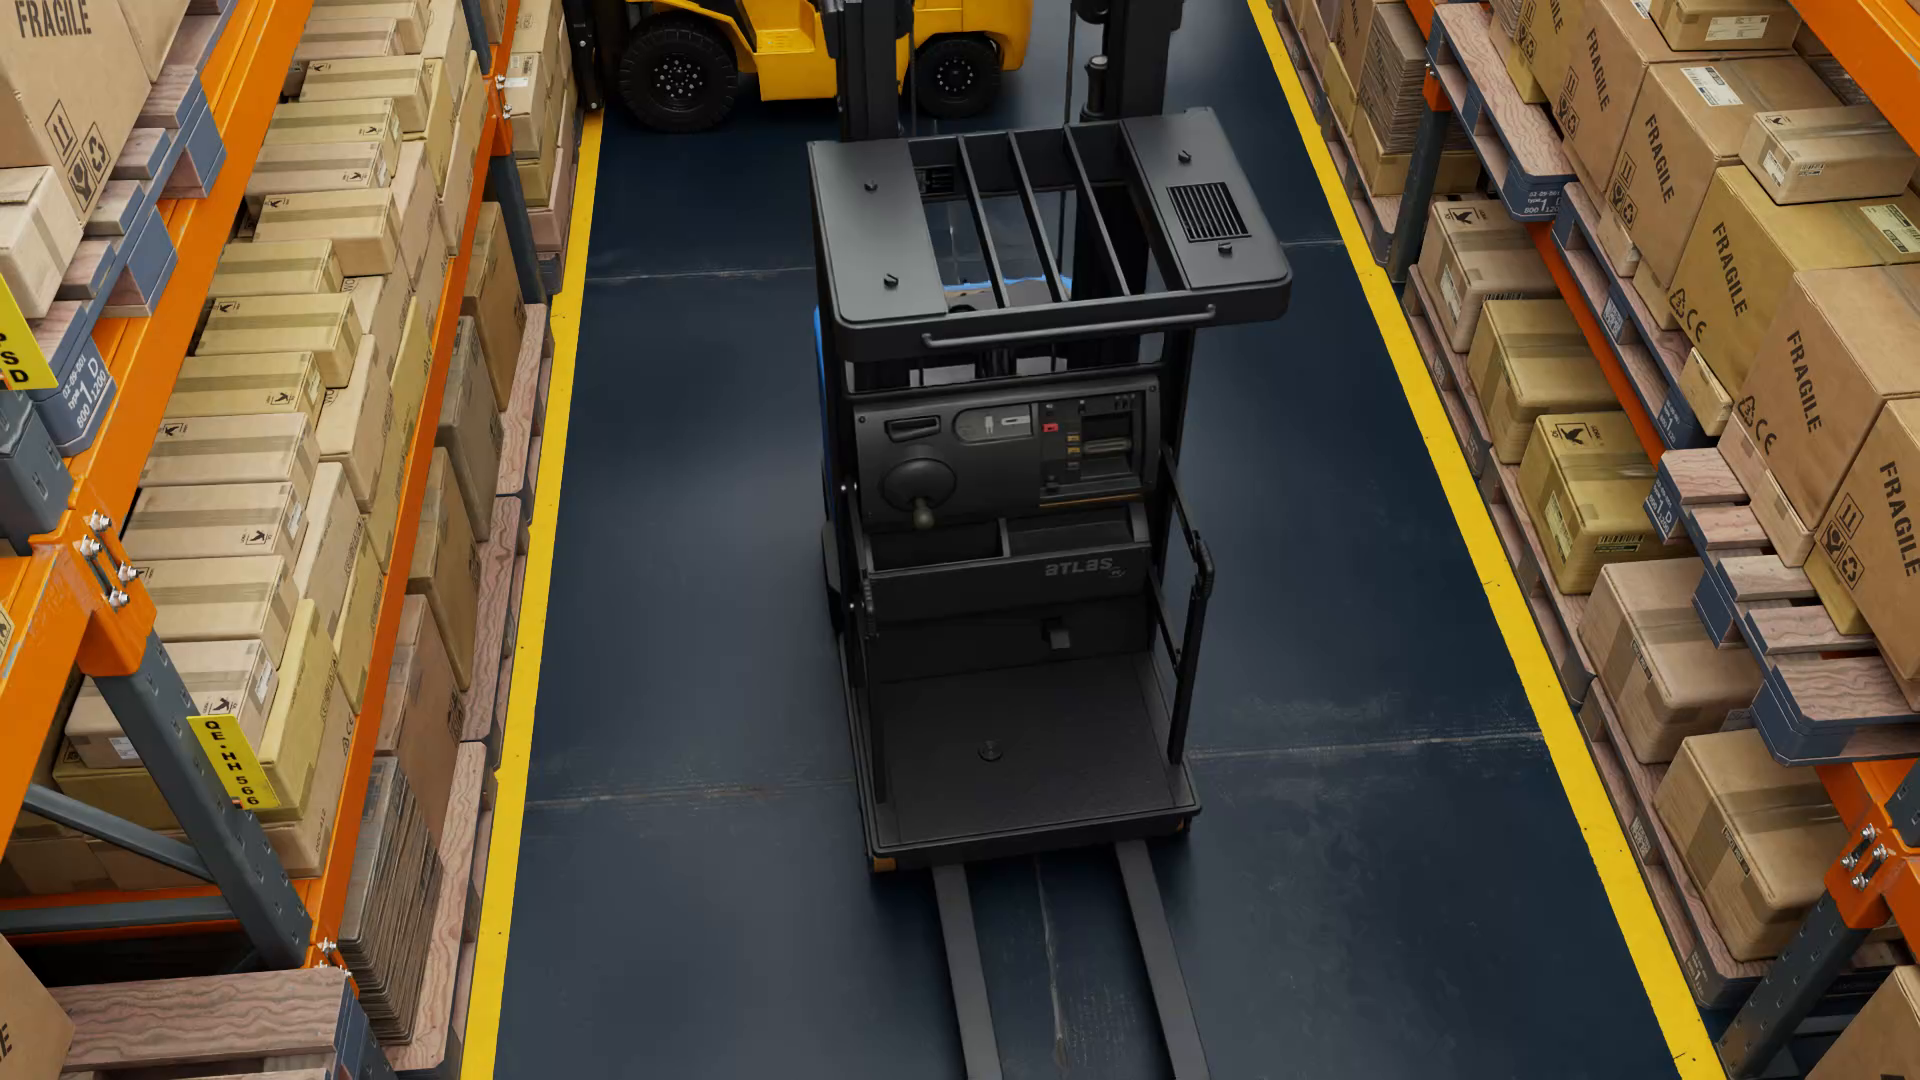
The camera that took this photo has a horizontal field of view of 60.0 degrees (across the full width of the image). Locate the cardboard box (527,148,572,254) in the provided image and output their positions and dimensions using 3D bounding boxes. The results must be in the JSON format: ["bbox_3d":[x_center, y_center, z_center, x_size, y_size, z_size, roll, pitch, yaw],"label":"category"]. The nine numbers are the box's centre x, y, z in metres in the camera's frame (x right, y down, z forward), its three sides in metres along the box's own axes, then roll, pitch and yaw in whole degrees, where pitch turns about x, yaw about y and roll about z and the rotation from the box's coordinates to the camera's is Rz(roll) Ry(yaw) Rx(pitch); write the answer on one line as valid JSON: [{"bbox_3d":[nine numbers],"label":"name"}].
[{"bbox_3d":[-2.112,-1.582,7.787,0.500,0.250,0.500,-3,47,-3],"label":"cardboard box"}]

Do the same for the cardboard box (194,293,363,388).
[{"bbox_3d":[-1.918,-0.558,4.697,0.380,0.149,0.250,-3,47,-2],"label":"cardboard box"}]

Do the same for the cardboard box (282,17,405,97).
[{"bbox_3d":[-2.144,-1.671,5.751,0.380,0.149,0.250,-4,47,-3],"label":"cardboard box"}]

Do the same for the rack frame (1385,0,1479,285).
[{"bbox_3d":[2.544,-2.318,6.879,1.000,3.000,0.127,-3,47,-3],"label":"rack frame"}]

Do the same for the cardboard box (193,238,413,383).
[{"bbox_3d":[-1.995,-0.686,5.092,0.500,0.250,0.500,-3,47,-3],"label":"cardboard box"}]

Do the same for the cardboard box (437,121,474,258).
[{"bbox_3d":[-2.051,-1.250,5.971,0.500,0.250,0.500,-4,47,-4],"label":"cardboard box"}]

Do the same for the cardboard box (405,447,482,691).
[{"bbox_3d":[-2.225,0.141,5.896,0.875,0.625,0.625,-5,47,-5],"label":"cardboard box"}]

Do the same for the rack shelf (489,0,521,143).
[{"bbox_3d":[-2.569,-3.213,8.222,1.077,0.370,4.000,-3,47,-3],"label":"rack shelf"}]

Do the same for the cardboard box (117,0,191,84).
[{"bbox_3d":[-2.026,-1.262,3.386,0.700,0.500,0.500,-4,47,-4],"label":"cardboard box"}]

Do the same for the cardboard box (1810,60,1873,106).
[{"bbox_3d":[2.936,-1.167,5.226,0.500,0.500,0.500,-5,47,-5],"label":"cardboard box"}]

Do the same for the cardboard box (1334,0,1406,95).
[{"bbox_3d":[2.183,-2.554,8.191,0.500,0.500,0.500,-3,47,-3],"label":"cardboard box"}]

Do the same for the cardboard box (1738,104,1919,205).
[{"bbox_3d":[2.461,-1.094,4.711,0.380,0.149,0.250,-6,47,-5],"label":"cardboard box"}]

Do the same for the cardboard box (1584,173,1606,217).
[{"bbox_3d":[2.386,-1.207,5.711,0.380,0.149,0.250,-3,47,-3],"label":"cardboard box"}]

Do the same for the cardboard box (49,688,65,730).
[{"bbox_3d":[-2.296,0.400,3.789,0.380,0.149,0.250,-2,47,-2],"label":"cardboard box"}]

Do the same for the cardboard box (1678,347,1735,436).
[{"bbox_3d":[2.407,-0.455,4.998,0.380,0.149,0.250,-3,47,-3],"label":"cardboard box"}]

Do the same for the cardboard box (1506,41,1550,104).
[{"bbox_3d":[2.288,-1.775,6.249,0.380,0.149,0.250,-3,47,-2],"label":"cardboard box"}]

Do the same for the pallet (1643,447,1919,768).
[{"bbox_3d":[2.713,0.133,4.690,1.213,0.211,1.003,-3,47,-3],"label":"pallet"}]

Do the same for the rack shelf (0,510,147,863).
[{"bbox_3d":[-1.899,1.544,1.652,1.077,0.370,4.000,-3,47,-3],"label":"rack shelf"}]

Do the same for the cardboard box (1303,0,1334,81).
[{"bbox_3d":[2.134,-2.681,8.828,0.500,0.250,0.500,-3,47,-3],"label":"cardboard box"}]

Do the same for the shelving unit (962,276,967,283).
[{"bbox_3d":[-0.075,-0.631,6.728,0.258,0.900,0.210,-7,47,-6],"label":"shelving unit"}]

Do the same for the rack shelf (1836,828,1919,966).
[{"bbox_3d":[3.047,2.271,3.029,1.077,0.370,4.000,-3,47,-3],"label":"rack shelf"}]

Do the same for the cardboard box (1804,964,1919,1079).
[{"bbox_3d":[2.854,1.667,4.279,0.875,0.875,0.875,-4,47,-4],"label":"cardboard box"}]

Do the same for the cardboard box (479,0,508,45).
[{"bbox_3d":[-2.179,-2.385,6.874,0.500,0.500,0.500,-5,47,-4],"label":"cardboard box"}]

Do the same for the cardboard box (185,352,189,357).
[{"bbox_3d":[-2.465,-0.280,4.708,0.500,0.250,0.500,-4,47,-4],"label":"cardboard box"}]

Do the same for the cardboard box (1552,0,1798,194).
[{"bbox_3d":[2.368,-1.521,5.562,0.500,0.500,0.500,-4,47,-4],"label":"cardboard box"}]

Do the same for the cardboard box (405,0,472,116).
[{"bbox_3d":[-2.106,-1.794,6.142,0.500,0.250,0.500,-4,47,-4],"label":"cardboard box"}]

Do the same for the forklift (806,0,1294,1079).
[{"bbox_3d":[0.185,-0.165,4.887,1.130,2.935,3.031,-7,47,-6],"label":"forklift"}]

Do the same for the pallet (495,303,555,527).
[{"bbox_3d":[-2.301,-0.524,7.101,1.003,0.211,1.213,-3,47,-3],"label":"pallet"}]

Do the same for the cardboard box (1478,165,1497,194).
[{"bbox_3d":[2.764,-1.960,8.145,0.500,0.250,0.500,-5,47,-5],"label":"cardboard box"}]

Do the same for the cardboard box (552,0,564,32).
[{"bbox_3d":[-2.215,-2.655,8.114,0.500,0.250,0.500,-2,47,-2],"label":"cardboard box"}]

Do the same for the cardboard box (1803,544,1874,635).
[{"bbox_3d":[2.523,0.106,4.468,0.380,0.149,0.250,-3,47,-3],"label":"cardboard box"}]

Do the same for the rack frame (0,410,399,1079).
[{"bbox_3d":[-2.067,0.881,3.850,1.000,3.000,0.127,-3,47,-3],"label":"rack frame"}]

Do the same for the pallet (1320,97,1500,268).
[{"bbox_3d":[2.453,-1.843,8.350,1.003,0.211,1.213,-3,47,-3],"label":"pallet"}]

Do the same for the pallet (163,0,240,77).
[{"bbox_3d":[-2.309,-1.380,4.055,1.003,0.211,1.213,-2,47,-1],"label":"pallet"}]

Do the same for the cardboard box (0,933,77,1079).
[{"bbox_3d":[-2.179,1.084,3.300,0.500,0.500,0.500,-2,47,-1],"label":"cardboard box"}]

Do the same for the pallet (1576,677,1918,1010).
[{"bbox_3d":[2.815,0.970,5.686,1.003,0.211,1.213,-3,47,-3],"label":"pallet"}]

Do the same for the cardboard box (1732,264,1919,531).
[{"bbox_3d":[2.510,-0.390,4.491,0.500,0.500,0.500,-4,47,-4],"label":"cardboard box"}]

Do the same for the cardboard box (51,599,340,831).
[{"bbox_3d":[-1.836,0.423,4.042,0.500,0.250,0.500,-4,47,-3],"label":"cardboard box"}]

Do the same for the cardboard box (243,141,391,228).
[{"bbox_3d":[-2.015,-1.114,5.224,0.380,0.149,0.250,-3,47,-3],"label":"cardboard box"}]

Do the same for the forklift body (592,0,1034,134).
[{"bbox_3d":[-0.760,-3.354,8.446,2.313,2.155,1.214,-3,47,-3],"label":"forklift body"}]

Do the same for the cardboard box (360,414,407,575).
[{"bbox_3d":[-1.948,-0.140,4.920,0.500,0.250,0.500,-5,47,-5],"label":"cardboard box"}]

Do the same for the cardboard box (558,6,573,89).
[{"bbox_3d":[-2.209,-2.482,8.295,0.500,0.250,0.500,-4,47,-4],"label":"cardboard box"}]

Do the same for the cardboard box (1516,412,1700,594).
[{"bbox_3d":[2.714,-0.156,6.353,0.950,0.372,0.625,-2,47,-2],"label":"cardboard box"}]

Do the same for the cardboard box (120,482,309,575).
[{"bbox_3d":[-1.871,-0.003,4.171,0.380,0.149,0.250,-2,47,-2],"label":"cardboard box"}]

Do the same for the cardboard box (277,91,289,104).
[{"bbox_3d":[-2.583,-1.387,5.756,0.500,0.250,0.500,-4,47,-4],"label":"cardboard box"}]
